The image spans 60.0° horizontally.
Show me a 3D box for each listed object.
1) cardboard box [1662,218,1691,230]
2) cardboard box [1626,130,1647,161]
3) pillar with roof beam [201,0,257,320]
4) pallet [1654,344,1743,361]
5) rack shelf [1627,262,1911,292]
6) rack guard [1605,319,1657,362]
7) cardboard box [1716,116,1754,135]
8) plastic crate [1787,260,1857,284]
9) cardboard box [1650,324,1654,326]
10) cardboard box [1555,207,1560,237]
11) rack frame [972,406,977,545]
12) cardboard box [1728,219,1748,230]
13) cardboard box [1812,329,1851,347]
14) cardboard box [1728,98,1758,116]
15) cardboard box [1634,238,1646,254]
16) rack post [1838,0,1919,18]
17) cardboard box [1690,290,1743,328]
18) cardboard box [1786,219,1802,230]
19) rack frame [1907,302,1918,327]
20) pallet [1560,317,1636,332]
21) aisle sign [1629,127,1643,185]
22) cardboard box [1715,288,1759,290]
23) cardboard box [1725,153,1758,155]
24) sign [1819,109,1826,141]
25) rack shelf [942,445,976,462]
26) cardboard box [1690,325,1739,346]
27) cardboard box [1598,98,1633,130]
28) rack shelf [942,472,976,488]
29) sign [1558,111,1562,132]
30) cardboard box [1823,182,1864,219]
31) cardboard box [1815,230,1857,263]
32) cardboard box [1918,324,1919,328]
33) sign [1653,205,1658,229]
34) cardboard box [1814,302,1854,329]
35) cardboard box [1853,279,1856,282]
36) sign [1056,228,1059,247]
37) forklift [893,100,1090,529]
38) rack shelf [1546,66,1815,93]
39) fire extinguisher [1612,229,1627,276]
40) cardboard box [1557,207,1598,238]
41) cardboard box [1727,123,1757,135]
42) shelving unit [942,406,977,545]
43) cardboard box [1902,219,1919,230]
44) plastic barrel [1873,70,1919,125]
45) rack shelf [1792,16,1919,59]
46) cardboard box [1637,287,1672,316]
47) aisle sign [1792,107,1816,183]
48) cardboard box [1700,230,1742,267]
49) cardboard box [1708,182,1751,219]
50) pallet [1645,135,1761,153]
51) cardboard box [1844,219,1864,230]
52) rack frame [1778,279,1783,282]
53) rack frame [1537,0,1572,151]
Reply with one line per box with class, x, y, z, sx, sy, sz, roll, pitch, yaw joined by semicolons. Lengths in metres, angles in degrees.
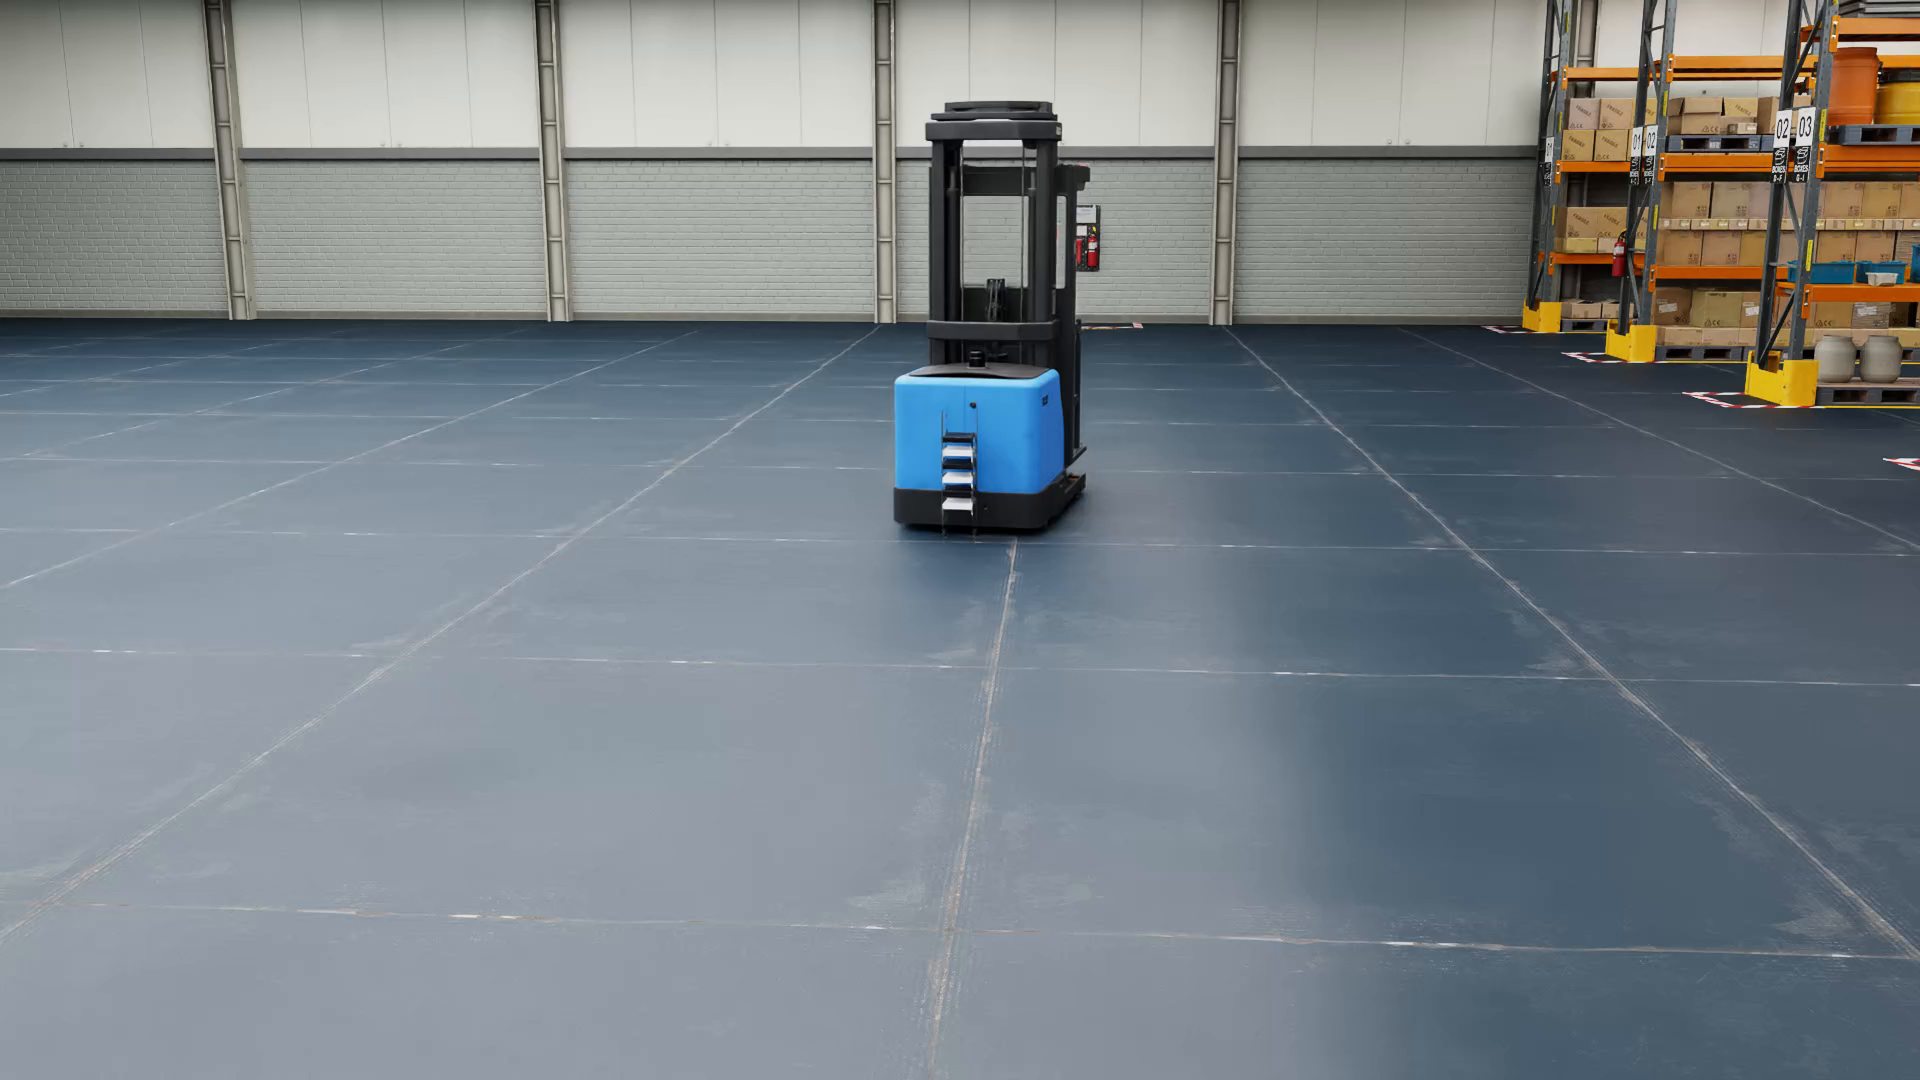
cardboard box;9.931;-4.382;23.063;0.250;0.149;0.380;1;12;3
cardboard box;11.250;-6.528;27.529;0.500;0.500;0.500;1;12;6
pillar with roof beam;-13.596;-7.630;25.764;0.400;9.000;9.100;1;12;4
pallet;10.320;-2.698;23.652;1.213;0.211;1.003;1;12;4
rack shelf;11.550;-3.686;23.319;4.000;0.370;1.077;1;12;4
rack guard;9.530;-2.842;23.633;0.348;0.500;1.175;1;12;4
cardboard box;10.721;-5.772;23.209;0.500;0.250;0.500;1;12;4
plastic crate;9.739;-3.035;18.813;0.616;0.251;0.499;1;12;4
cardboard box;10.109;-2.978;23.868;0.500;0.250;0.500;1;12;4
cardboard box;10.366;-5.418;28.327;0.500;0.500;0.500;1;12;3
rack frame;0.099;-0.434;11.144;0.006;0.900;0.240;2;12;7
cardboard box;10.695;-4.372;23.012;0.250;0.149;0.380;1;12;3
cardboard box;12.070;-2.845;23.230;0.500;0.250;0.500;1;12;4
cardboard box;12.804;-6.996;27.324;0.500;0.500;0.500;1;12;7
cardboard box;11.374;-4.930;27.826;0.500;0.250;0.500;1;12;3
rack post;9.965;-5.709;17.802;0.954;0.300;0.937;2;12;10
cardboard box;10.573;-3.233;23.255;0.500;0.500;0.500;1;12;4
cardboard box;11.465;-4.361;22.962;0.250;0.149;0.380;1;12;4
rack frame;13.545;-4.010;23.114;0.127;3.000;1.000;1;12;4
pallet;10.766;-3.693;28.407;1.213;0.211;1.003;1;12;4
aisle sign;9.508;-5.399;23.401;0.004;0.787;0.394;1;12;4
cardboard box;11.108;-3.335;23.742;0.500;0.500;0.500;1;12;4
cardboard box;12.848;-6.515;27.470;0.500;0.500;0.500;0;12;-1
sign;9.178;-4.414;17.694;0.005;0.325;0.100;1;12;4
rack shelf;-0.002;-0.580;11.127;0.200;0.077;0.258;2;12;7
cardboard box;10.573;-2.866;23.333;0.500;0.250;0.500;1;12;4
cardboard box;10.747;-7.022;27.448;0.500;0.500;0.500;1;12;3
rack shelf;-0.002;-0.404;11.164;0.200;0.077;0.258;2;12;7
sign;9.845;-6.862;27.288;0.005;0.325;0.100;1;12;4
cardboard box;12.098;-4.713;23.059;0.500;0.500;0.700;1;12;4
cardboard box;12.075;-4.078;23.192;0.500;0.500;0.700;1;12;5
cardboard box;13.978;-2.924;23.609;0.500;0.250;0.500;1;12;3
sign;9.511;-4.414;22.738;0.005;0.325;0.100;1;12;4
cardboard box;12.071;-3.214;23.166;0.500;0.500;0.500;1;12;4
cardboard box;15.048;-4.369;28.029;0.500;0.250;0.500;1;12;3
sign;1.643;-5.414;29.738;0.234;0.329;0.001;1;12;4
forklift;0.365;-1.764;12.540;1.130;2.935;3.031;3;12;13
rack shelf;11.877;-7.633;27.543;4.000;0.370;1.077;1;12;4
fire extinguisher;9.467;-4.124;23.845;0.183;0.674;0.296;1;12;4
cardboard box;10.338;-5.313;27.826;0.500;0.500;0.500;1;12;4
cardboard box;10.716;-5.632;22.788;0.250;0.149;0.380;1;12;4
shelving unit;-0.002;-0.437;11.157;0.210;0.900;0.258;2;12;7
cardboard box;13.013;-4.341;22.864;0.250;0.149;0.380;1;12;3
plastic barrel;10.365;-4.830;18.219;0.600;0.588;0.600;0;12;0
rack shelf;11.215;-5.415;17.908;4.000;0.370;1.077;1;12;4
cardboard box;11.863;-4.013;28.158;0.500;0.500;0.700;0;12;0
aisle sign;9.128;-4.267;17.991;0.004;0.787;0.394;1;12;4
cardboard box;10.543;-4.099;23.293;0.500;0.500;0.700;1;12;5
cardboard box;10.597;-4.733;23.157;0.500;0.500;0.700;0;12;2
pallet;10.258;-5.475;23.006;1.213;0.211;1.003;1;12;4
cardboard box;12.244;-4.351;22.915;0.250;0.149;0.380;1;12;3
rack frame;13.873;-5.023;27.952;0.127;3.000;1.000;1;12;4
rack frame;9.881;-8.014;27.600;0.127;3.000;1.000;1;12;4
